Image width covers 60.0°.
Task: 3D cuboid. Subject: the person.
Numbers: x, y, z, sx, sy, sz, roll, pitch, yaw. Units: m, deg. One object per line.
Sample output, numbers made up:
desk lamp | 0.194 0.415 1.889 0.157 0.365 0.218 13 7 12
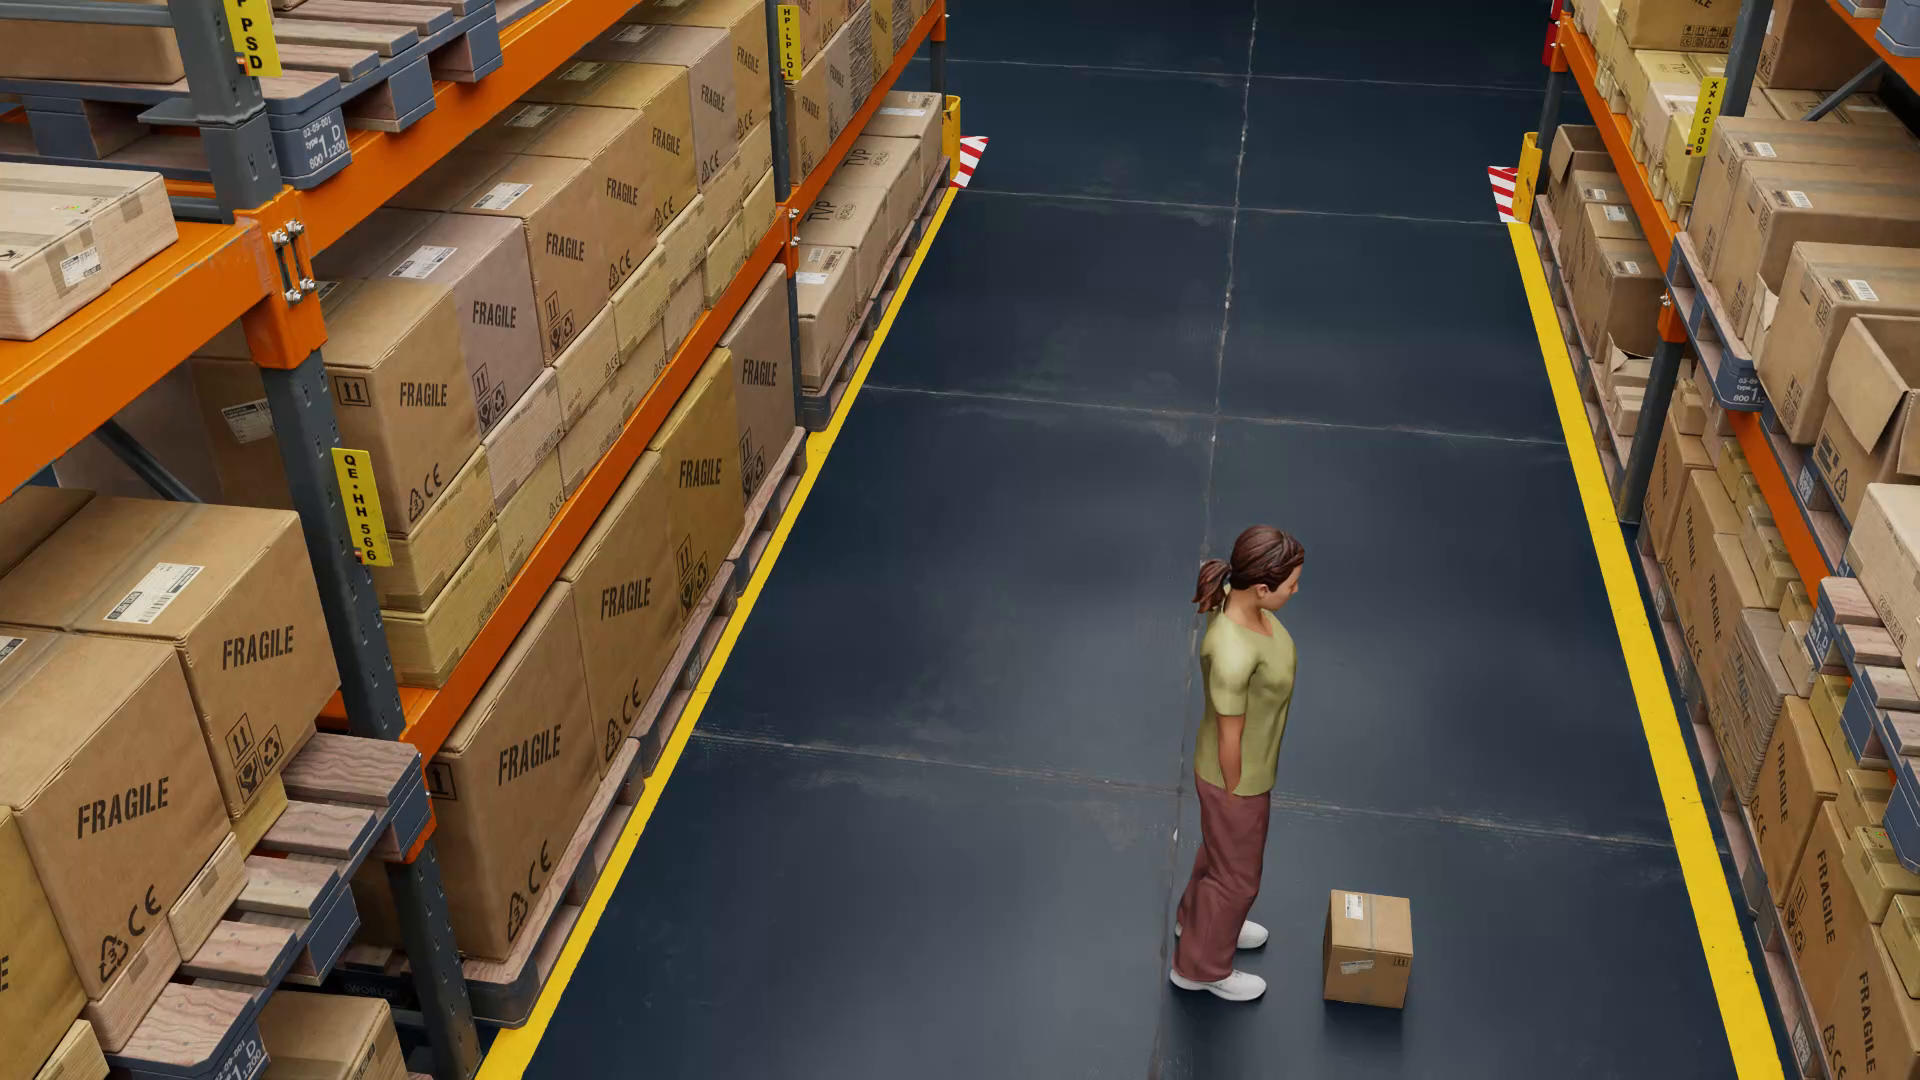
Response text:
person | 0.838 0.675 5.088 0.363 1.672 0.446 6 33 9
